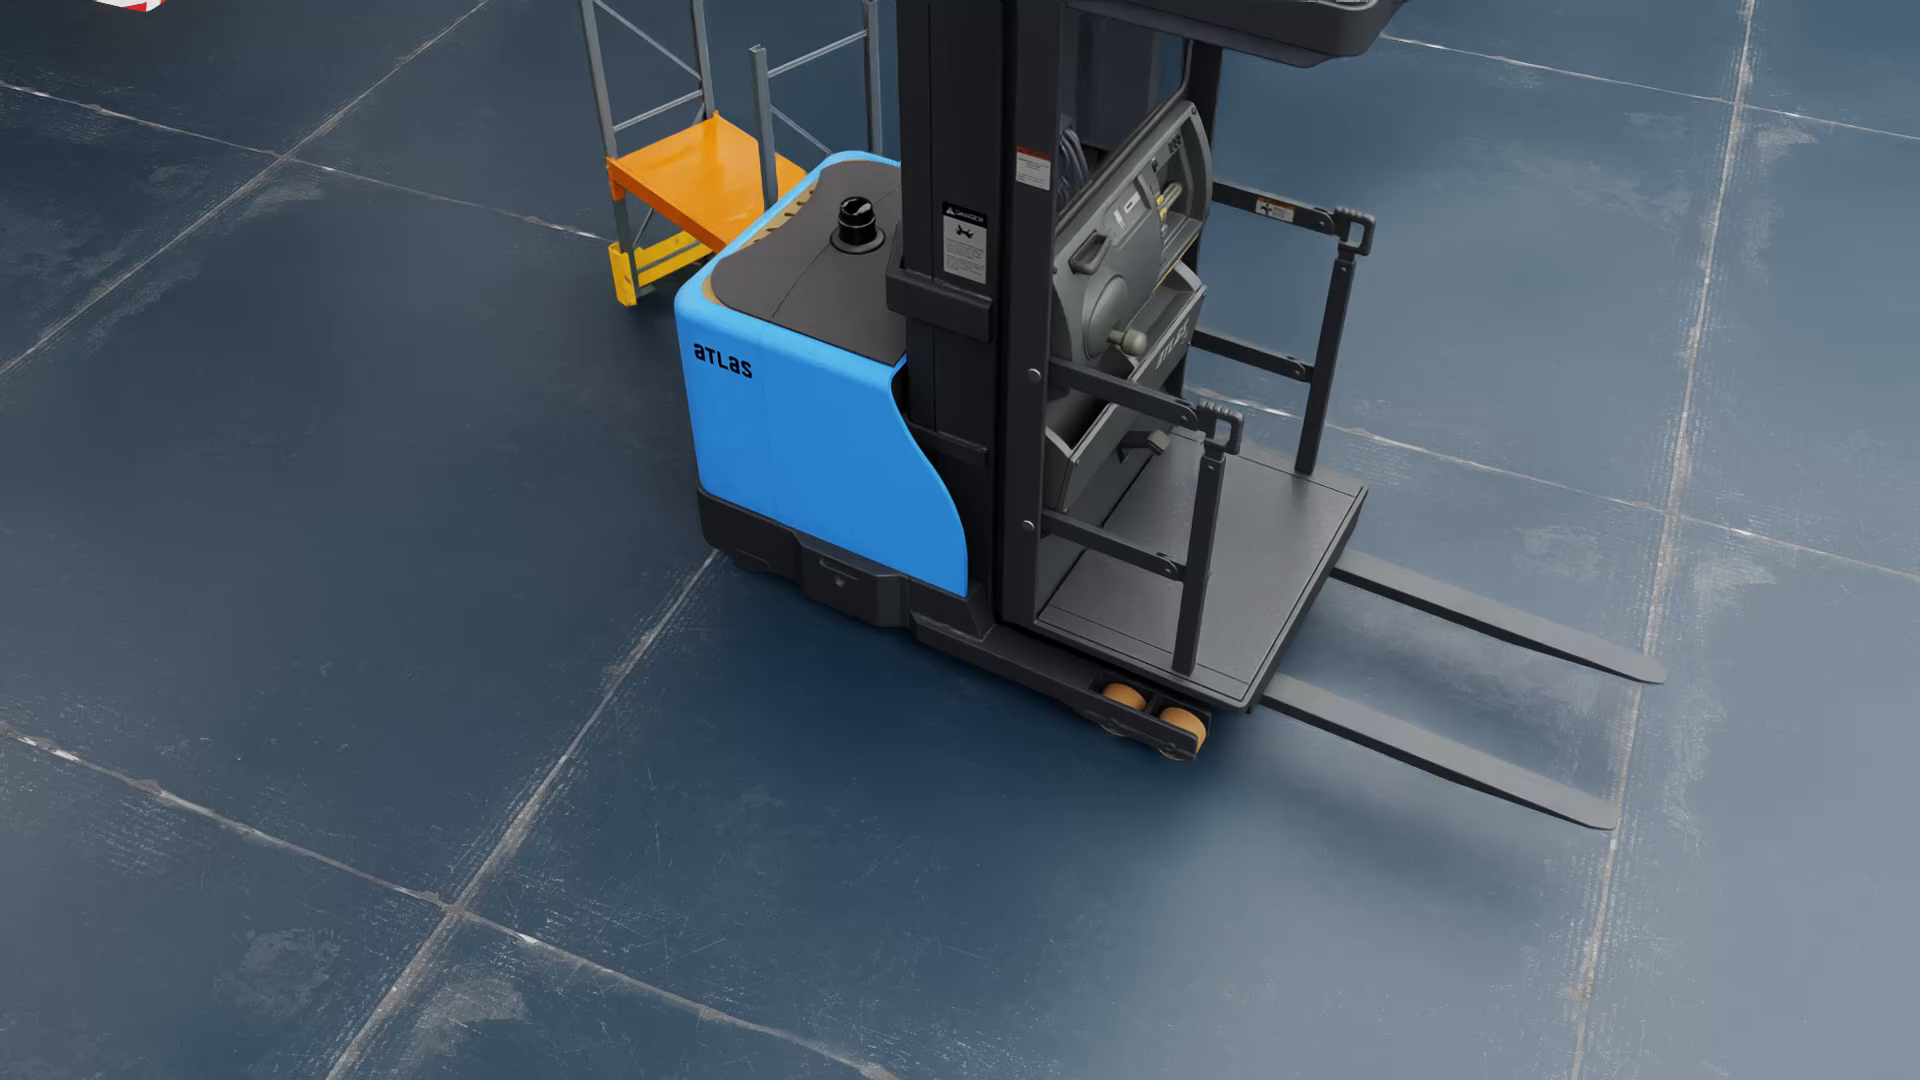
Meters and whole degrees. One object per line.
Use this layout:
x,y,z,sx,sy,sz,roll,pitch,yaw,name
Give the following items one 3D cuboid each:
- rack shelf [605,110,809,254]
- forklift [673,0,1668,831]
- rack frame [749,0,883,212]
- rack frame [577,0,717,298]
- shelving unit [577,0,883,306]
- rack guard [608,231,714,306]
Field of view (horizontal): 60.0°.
-0.807,-1.238,6.186,0.538,0.185,1.000,-33,54,-29,rack shelf
0.660,-0.799,4.475,3.031,2.935,1.130,21,49,20,forklift
-0.462,-1.102,5.795,0.500,1.500,0.032,-33,54,-29,rack frame
-1.152,-1.629,6.324,0.500,1.500,0.032,-33,54,-29,rack frame
-0.813,-1.370,6.064,0.587,1.500,1.083,-33,54,-29,shelving unit
-1.151,-1.185,6.764,0.587,0.250,0.087,-33,54,-29,rack guard
